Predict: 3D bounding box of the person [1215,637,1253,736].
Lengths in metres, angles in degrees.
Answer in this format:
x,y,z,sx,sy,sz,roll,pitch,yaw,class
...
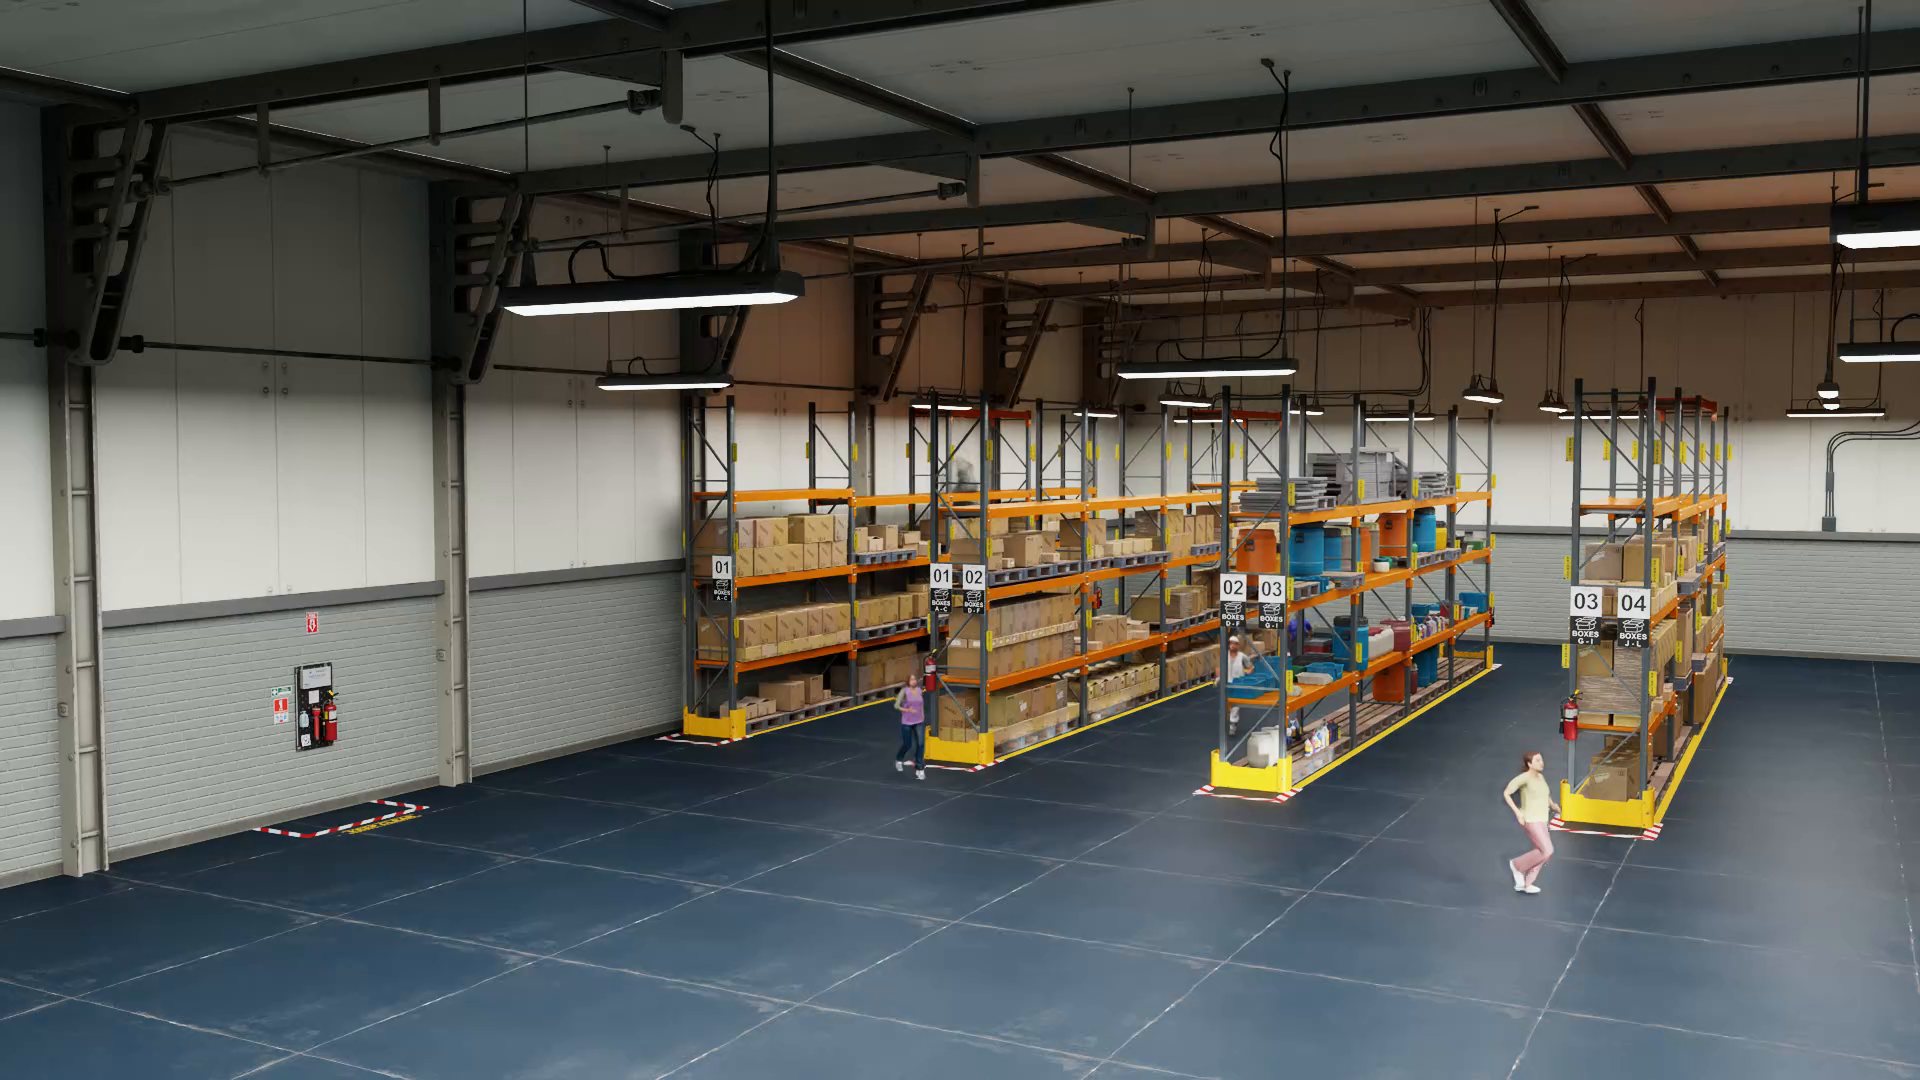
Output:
x,y,z,sx,sy,sz,roll,pitch,yaw,class
4.861,2.583,29.560,0.657,1.743,0.605,1,3,16,person

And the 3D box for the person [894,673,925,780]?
x,y,z,sx,sy,sz,roll,pitch,yaw,class
-0.762,2.848,25.650,0.547,1.611,0.766,-1,3,-26,person

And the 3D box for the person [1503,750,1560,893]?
x,y,z,sx,sy,sz,roll,pitch,yaw,class
6.515,3.190,18.789,0.567,1.623,0.537,-2,4,-37,person

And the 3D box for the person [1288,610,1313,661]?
x,y,z,sx,sy,sz,roll,pitch,yaw,class
7.312,2.303,35.917,0.579,1.659,0.859,1,3,16,person
